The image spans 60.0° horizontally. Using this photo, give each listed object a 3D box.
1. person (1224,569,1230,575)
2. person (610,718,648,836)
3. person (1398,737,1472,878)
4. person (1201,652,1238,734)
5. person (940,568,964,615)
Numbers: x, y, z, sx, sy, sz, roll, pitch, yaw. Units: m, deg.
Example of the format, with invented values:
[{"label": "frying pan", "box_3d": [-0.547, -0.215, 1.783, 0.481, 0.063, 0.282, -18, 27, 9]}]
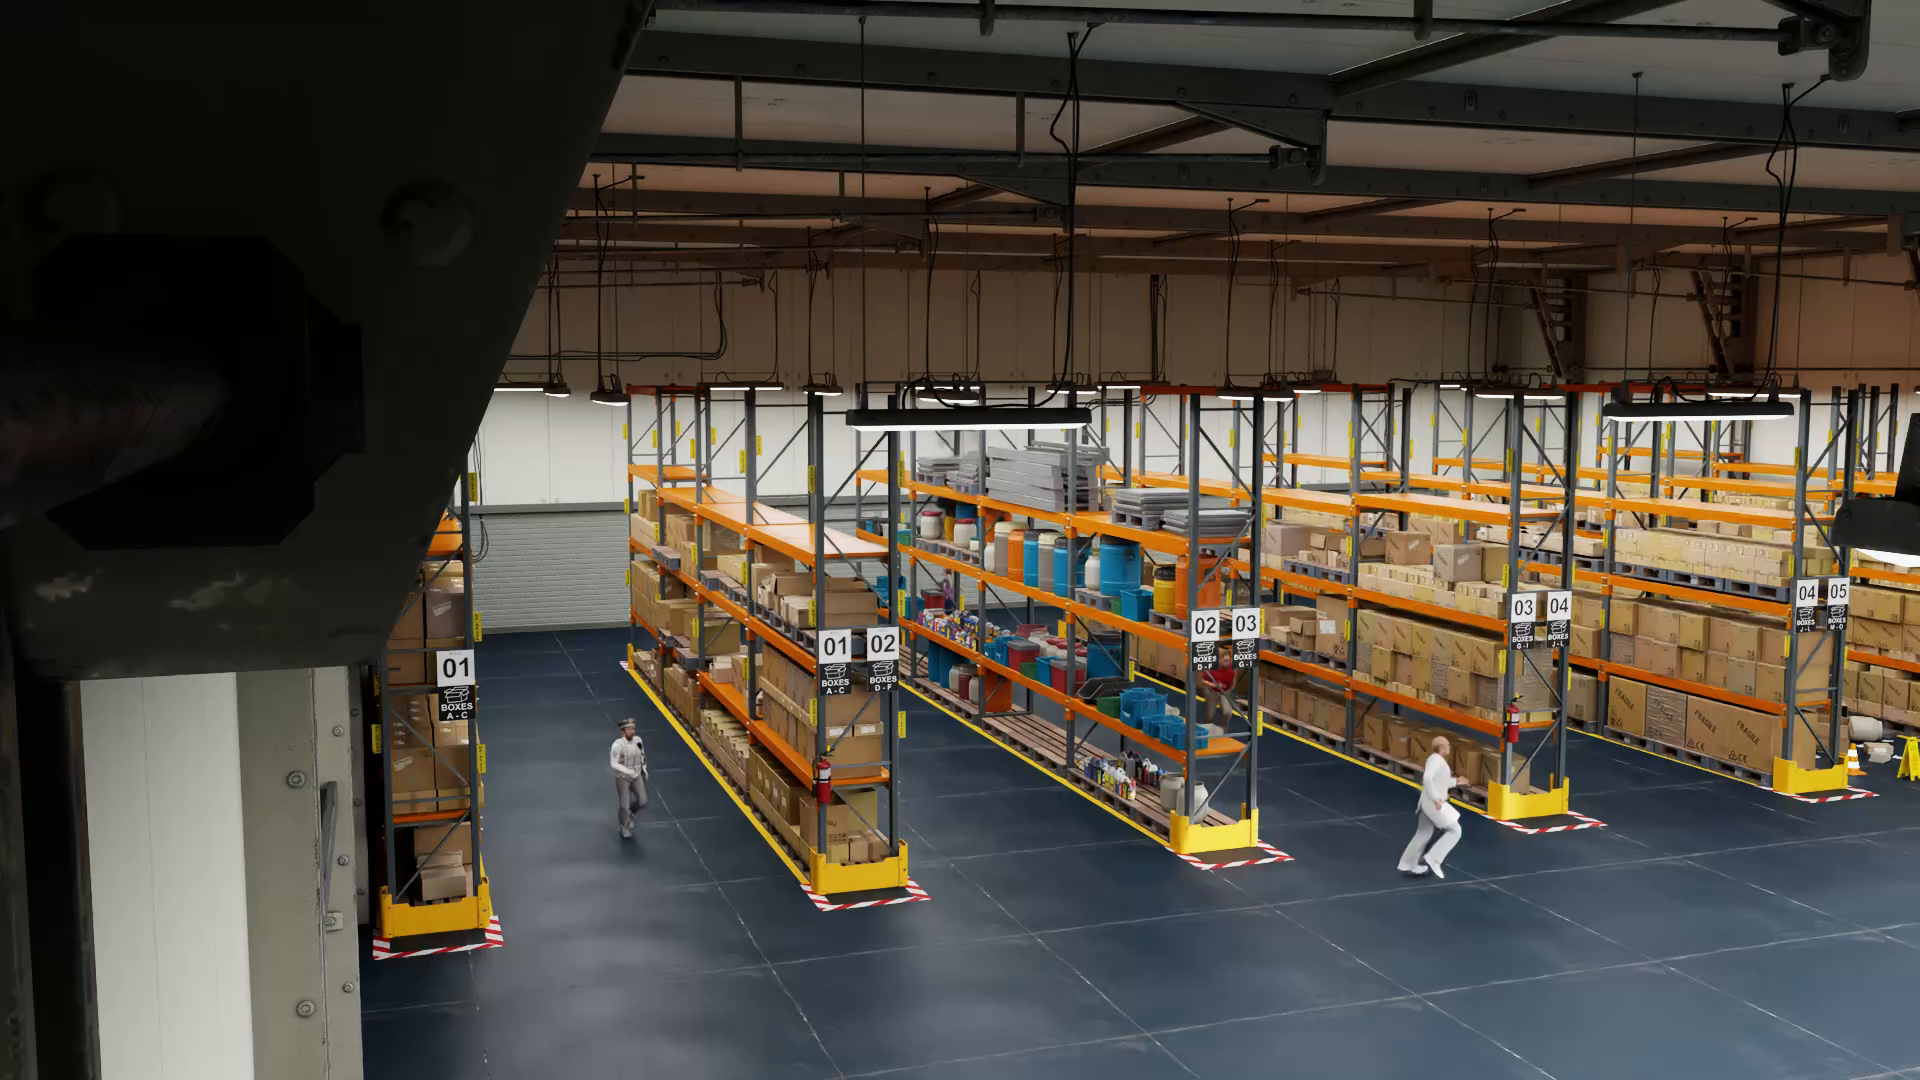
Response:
[{"label": "person", "box_3d": [6.178, 1.504, 39.064, 0.615, 1.653, 0.624, -1, 6, -8]}, {"label": "person", "box_3d": [-4.424, 3.199, 22.395, 0.592, 1.646, 0.624, -5, 7, -38]}, {"label": "person", "box_3d": [5.934, 3.331, 20.669, 0.915, 1.781, 0.743, 0, 6, 2]}, {"label": "person", "box_3d": [4.347, 2.670, 28.029, 0.704, 1.687, 1.021, -1, 6, -13]}, {"label": "person", "box_3d": [-0.221, 1.403, 40.044, 0.667, 1.604, 0.509, 0, 6, -1]}]
